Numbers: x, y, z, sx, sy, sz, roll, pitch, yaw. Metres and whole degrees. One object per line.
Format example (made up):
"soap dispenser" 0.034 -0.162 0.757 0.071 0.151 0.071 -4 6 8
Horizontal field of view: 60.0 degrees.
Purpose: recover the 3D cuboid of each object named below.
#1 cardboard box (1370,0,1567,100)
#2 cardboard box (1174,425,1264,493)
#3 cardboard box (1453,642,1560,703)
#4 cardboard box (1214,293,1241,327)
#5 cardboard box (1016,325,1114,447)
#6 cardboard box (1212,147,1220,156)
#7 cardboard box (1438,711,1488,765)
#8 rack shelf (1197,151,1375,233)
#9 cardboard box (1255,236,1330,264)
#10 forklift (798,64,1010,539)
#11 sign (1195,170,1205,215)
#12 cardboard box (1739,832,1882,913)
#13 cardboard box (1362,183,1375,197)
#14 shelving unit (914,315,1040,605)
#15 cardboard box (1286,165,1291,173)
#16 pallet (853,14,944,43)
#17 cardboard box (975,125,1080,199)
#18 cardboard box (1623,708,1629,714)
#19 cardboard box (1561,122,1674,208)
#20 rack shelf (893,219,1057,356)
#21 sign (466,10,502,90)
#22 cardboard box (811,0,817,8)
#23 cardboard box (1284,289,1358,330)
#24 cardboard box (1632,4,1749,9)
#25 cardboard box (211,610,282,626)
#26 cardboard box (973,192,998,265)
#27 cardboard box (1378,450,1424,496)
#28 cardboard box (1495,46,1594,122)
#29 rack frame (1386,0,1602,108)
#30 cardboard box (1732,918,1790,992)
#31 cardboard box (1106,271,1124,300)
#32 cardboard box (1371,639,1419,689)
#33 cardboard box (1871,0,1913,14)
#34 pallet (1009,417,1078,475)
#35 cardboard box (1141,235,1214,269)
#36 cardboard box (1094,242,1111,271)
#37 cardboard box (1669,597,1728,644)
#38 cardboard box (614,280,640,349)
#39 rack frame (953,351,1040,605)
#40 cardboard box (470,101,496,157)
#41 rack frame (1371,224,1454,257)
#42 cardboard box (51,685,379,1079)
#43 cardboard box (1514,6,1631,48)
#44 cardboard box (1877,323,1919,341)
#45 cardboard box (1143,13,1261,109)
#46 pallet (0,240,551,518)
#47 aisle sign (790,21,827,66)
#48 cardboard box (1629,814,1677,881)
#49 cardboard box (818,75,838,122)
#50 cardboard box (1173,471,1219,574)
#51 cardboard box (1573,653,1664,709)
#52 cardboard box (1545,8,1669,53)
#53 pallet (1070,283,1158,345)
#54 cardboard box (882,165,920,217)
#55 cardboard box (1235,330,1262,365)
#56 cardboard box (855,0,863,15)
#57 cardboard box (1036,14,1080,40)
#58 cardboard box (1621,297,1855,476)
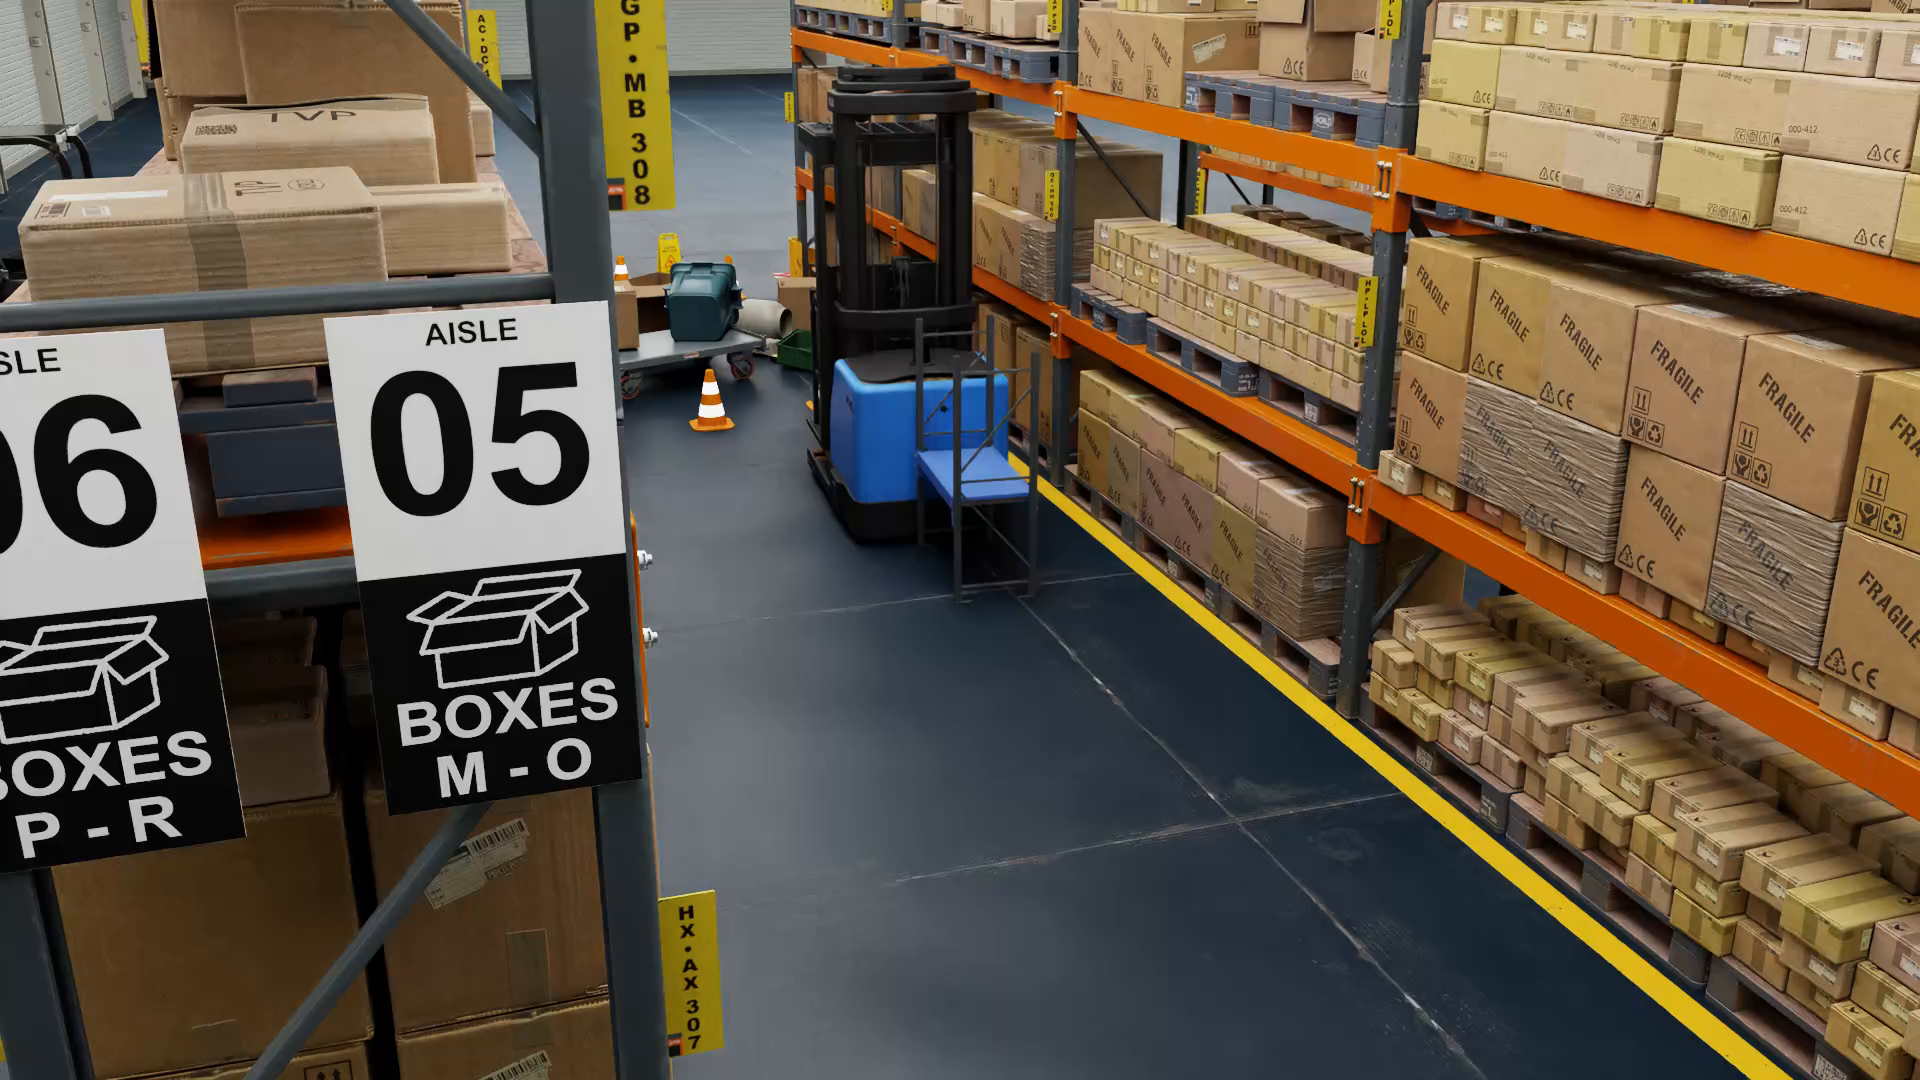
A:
"cardboard box" 2.392 -2.361 7.845 0.700 0.500 0.500 -6 21 -17
"cardboard box" 1.604 -0.492 9.816 0.500 0.250 0.500 -7 21 -20
"cardboard box" 2.475 0.596 7.535 0.380 0.149 0.250 -7 21 -18
"cardboard box" 1.676 -1.320 9.464 0.380 0.149 0.250 -6 21 -17
"cardboard box" 1.043 -1.199 12.523 1.050 0.750 0.750 -7 21 -18
"cardboard box" 3.238 -4.682 19.885 0.380 0.149 0.250 -6 21 -17
"cardboard box" 2.427 0.884 7.615 0.380 0.149 0.250 -6 21 -17
"rack shelf" 4.004 -3.936 18.502 1.077 0.370 4.000 -6 21 -17
"cardboard box" 2.055 -1.777 10.298 0.380 0.149 0.250 -6 21 -17
"forklift" -0.511 -1.852 11.737 1.130 2.935 3.031 -5 20 -13
"sign" 1.661 -2.423 11.630 0.100 0.325 0.005 -6 21 -17
"cardboard box" 3.009 1.187 5.889 0.380 0.149 0.250 -7 21 -19
"cardboard box" 4.286 -3.552 16.741 0.380 0.149 0.250 -6 21 -17
"shelving unit" 0.088 -0.513 10.127 0.538 1.500 1.048 -5 20 -13
"cardboard box" 3.822 -4.124 18.332 0.380 0.149 0.250 -6 21 -17
"pallet" -0.355 -4.772 15.459 1.003 0.211 1.213 -6 21 -17
"cardboard box" 0.533 -3.008 13.227 0.700 0.500 0.500 -7 21 -18
"cardboard box" 3.089 0.841 7.295 0.380 0.149 0.250 -6 21 -16
"cardboard box" 2.613 -1.407 6.180 0.500 0.250 0.500 -5 20 -15
"rack shelf" 0.521 -2.158 13.551 1.077 0.370 4.000 -6 21 -17
"sign" -1.735 -1.764 6.072 0.100 0.325 0.005 -6 21 -17
"cardboard box" -1.323 -5.573 17.159 0.380 0.149 0.250 -6 21 -17
"cardboard box" 1.930 -1.208 8.712 0.380 0.149 0.250 -7 21 -19
"cardboard box" 2.974 -2.106 6.798 0.380 0.149 0.250 -6 21 -17
"cardboard box" -1.570 0.201 3.332 0.380 0.149 0.250 -7 21 -18
"cardboard box" 0.275 -2.502 13.298 0.500 0.500 0.500 -6 21 -16
"cardboard box" 2.185 -0.327 7.762 0.380 0.149 0.250 -6 21 -15
"cardboard box" 2.482 -1.807 6.555 0.500 0.250 0.500 -6 21 -17
"rack frame" 2.406 -3.395 7.055 1.000 3.000 0.127 -6 21 -17
"cardboard box" 3.032 1.466 5.993 0.380 0.149 0.250 -6 21 -17
"cardboard box" 1.182 -1.683 10.915 0.380 0.149 0.250 -5 20 -15
"cardboard box" 2.217 0.583 8.011 0.380 0.149 0.250 -5 20 -15
"cardboard box" 6.504 -3.550 11.156 0.500 0.500 0.500 -5 20 -14
"pallet" 0.973 -0.803 12.841 1.003 0.211 1.213 -6 21 -17
"cardboard box" 1.353 -1.795 10.347 0.380 0.149 0.250 -7 21 -19
"cardboard box" 1.111 -1.898 11.073 0.380 0.149 0.250 -5 20 -15
"cardboard box" 2.873 0.250 6.155 0.380 0.149 0.250 -6 21 -16
"cardboard box" -3.095 -1.959 14.510 0.500 0.500 0.500 -6 21 -17
"rack frame" 0.207 -0.346 9.662 0.500 1.500 0.032 -5 20 -13
"cardboard box" -1.673 -1.295 5.250 0.380 0.149 0.250 -6 21 -16
"rack frame" 4.632 -3.633 16.594 1.000 3.000 0.127 -6 21 -17
"cardboard box" -1.381 0.624 3.115 0.500 0.500 0.500 -6 21 -15
"cardboard box" 2.454 -2.051 6.644 0.380 0.149 0.250 -7 21 -18
"cardboard box" 3.468 -0.448 5.659 0.500 0.500 0.500 -7 21 -18
"cardboard box" 1.402 -2.782 9.640 0.500 0.500 0.500 -6 21 -17
"pallet" -1.247 -0.336 3.108 1.003 0.211 1.213 -6 21 -17
"aisle sign" -1.672 -5.636 18.326 0.394 0.787 0.004 -6 21 -17
"cardboard box" 2.824 1.162 6.400 0.380 0.149 0.250 -5 20 -14
"cardboard box" -0.978 -4.517 17.235 0.875 0.550 0.550 -6 21 -17
"cardboard box" 1.617 -0.133 9.925 0.500 0.500 0.500 -7 21 -18
"cardboard box" 2.976 0.628 7.447 0.380 0.149 0.250 -6 21 -15
"cardboard box" 2.493 -1.962 6.398 0.380 0.149 0.250 -7 21 -19
"pallet" 1.474 -1.547 11.070 1.213 0.211 1.003 -6 21 -17
"cardboard box" -0.235 -3.326 15.517 0.875 0.550 0.550 -6 21 -17
"cardboard box" 1.764 -1.090 9.263 0.380 0.149 0.250 -7 21 -20
"cardboard box" -0.768 -5.005 15.579 0.380 0.149 0.250 -6 21 -17
"cardboard box" 0.752 -3.570 11.557 0.380 0.166 0.250 -6 21 -17
"cardboard box" 2.783 -0.563 5.981 0.500 0.500 0.500 -7 21 -19
